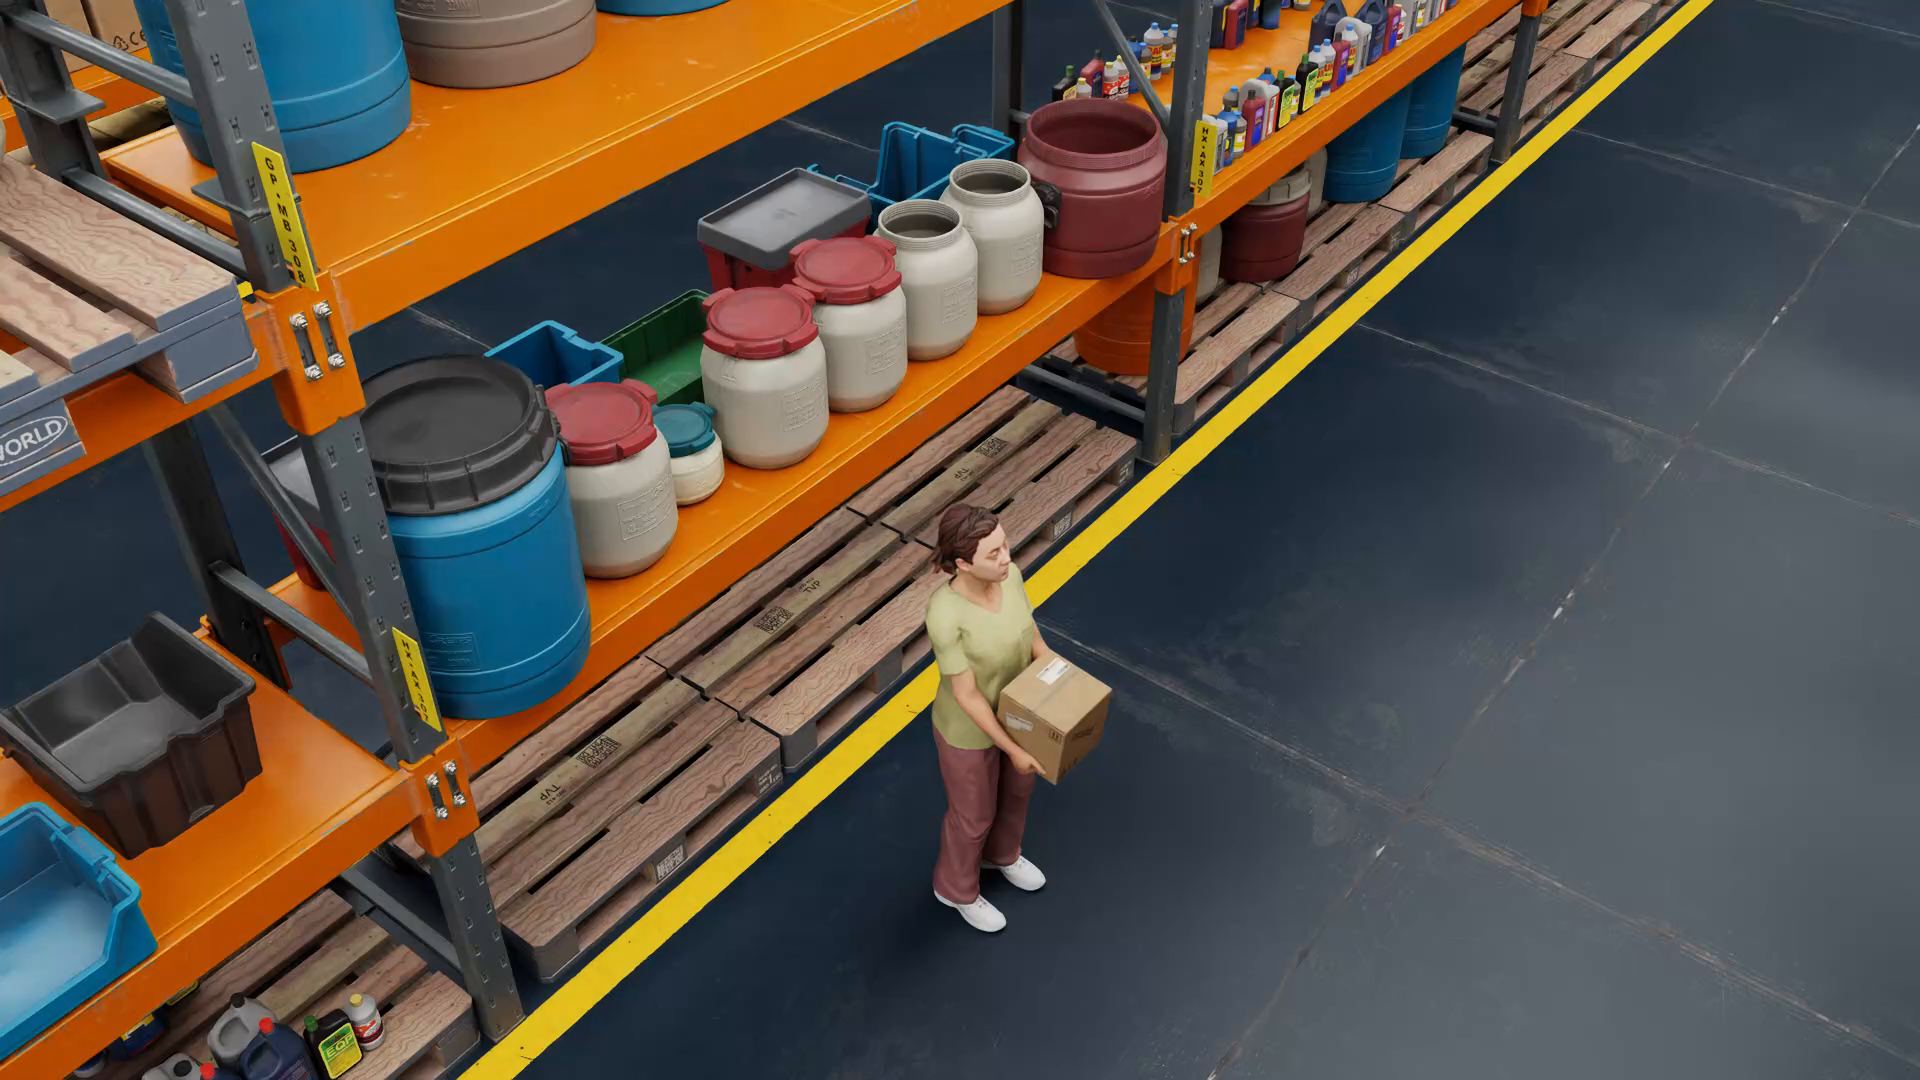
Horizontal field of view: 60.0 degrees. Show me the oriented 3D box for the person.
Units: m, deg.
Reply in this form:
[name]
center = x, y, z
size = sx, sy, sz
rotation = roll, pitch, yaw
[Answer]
[person]
center = 0.132, 0.614, 5.408
size = 0.559, 1.663, 0.425
rotation = 27, 46, 29
